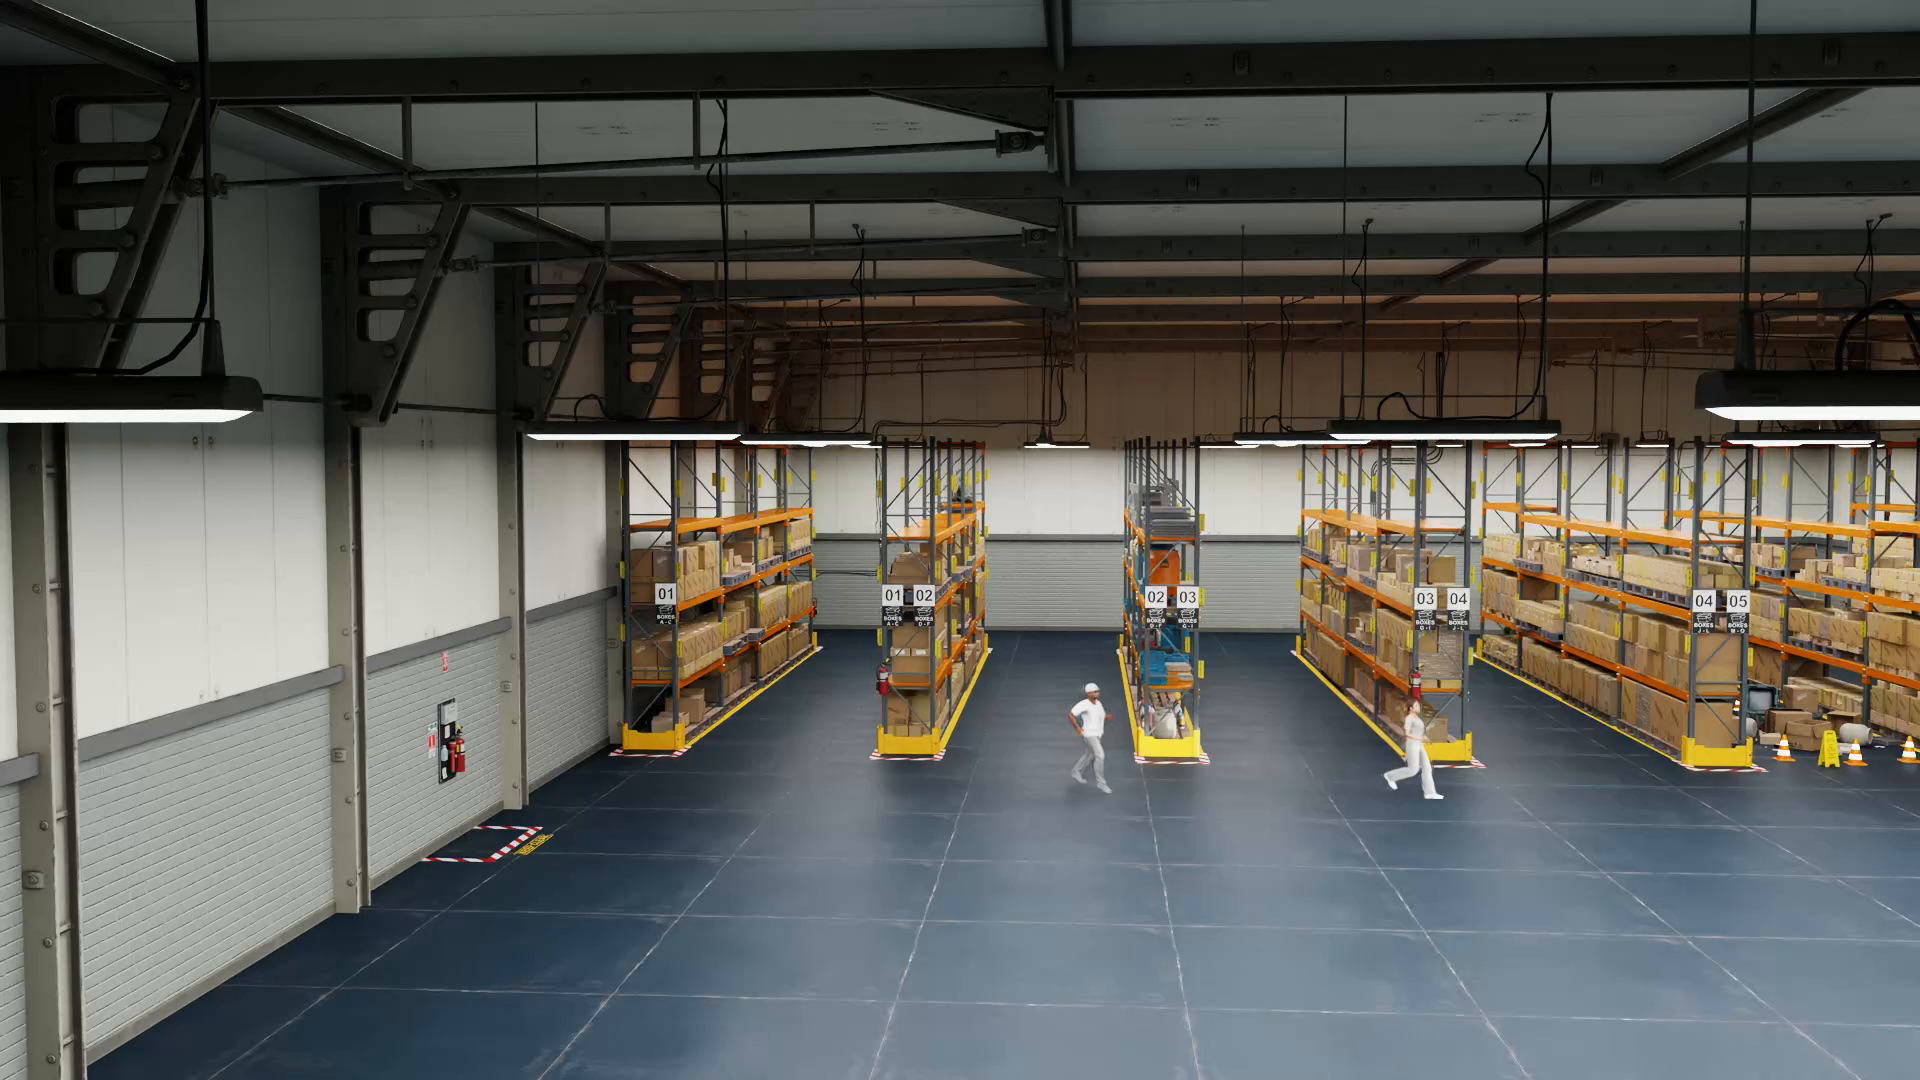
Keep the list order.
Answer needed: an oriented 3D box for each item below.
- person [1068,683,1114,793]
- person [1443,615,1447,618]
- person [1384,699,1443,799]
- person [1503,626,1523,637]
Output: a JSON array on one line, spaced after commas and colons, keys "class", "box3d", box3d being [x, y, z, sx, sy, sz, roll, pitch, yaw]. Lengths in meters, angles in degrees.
[{"class": "person", "box3d": [2.232, 3.321, 28.088, 0.868, 1.809, 0.685, 2, 4, 32]}, {"class": "person", "box3d": [13.809, 2.454, 46.942, 0.546, 1.560, 0.596, -2, 3, -28]}, {"class": "person", "box3d": [7.489, 3.428, 27.383, 0.970, 1.633, 0.584, 2, 4, 33]}, {"class": "person", "box3d": [15.725, 2.308, 47.542, 0.728, 1.730, 0.905, -2, 4, -37]}]
